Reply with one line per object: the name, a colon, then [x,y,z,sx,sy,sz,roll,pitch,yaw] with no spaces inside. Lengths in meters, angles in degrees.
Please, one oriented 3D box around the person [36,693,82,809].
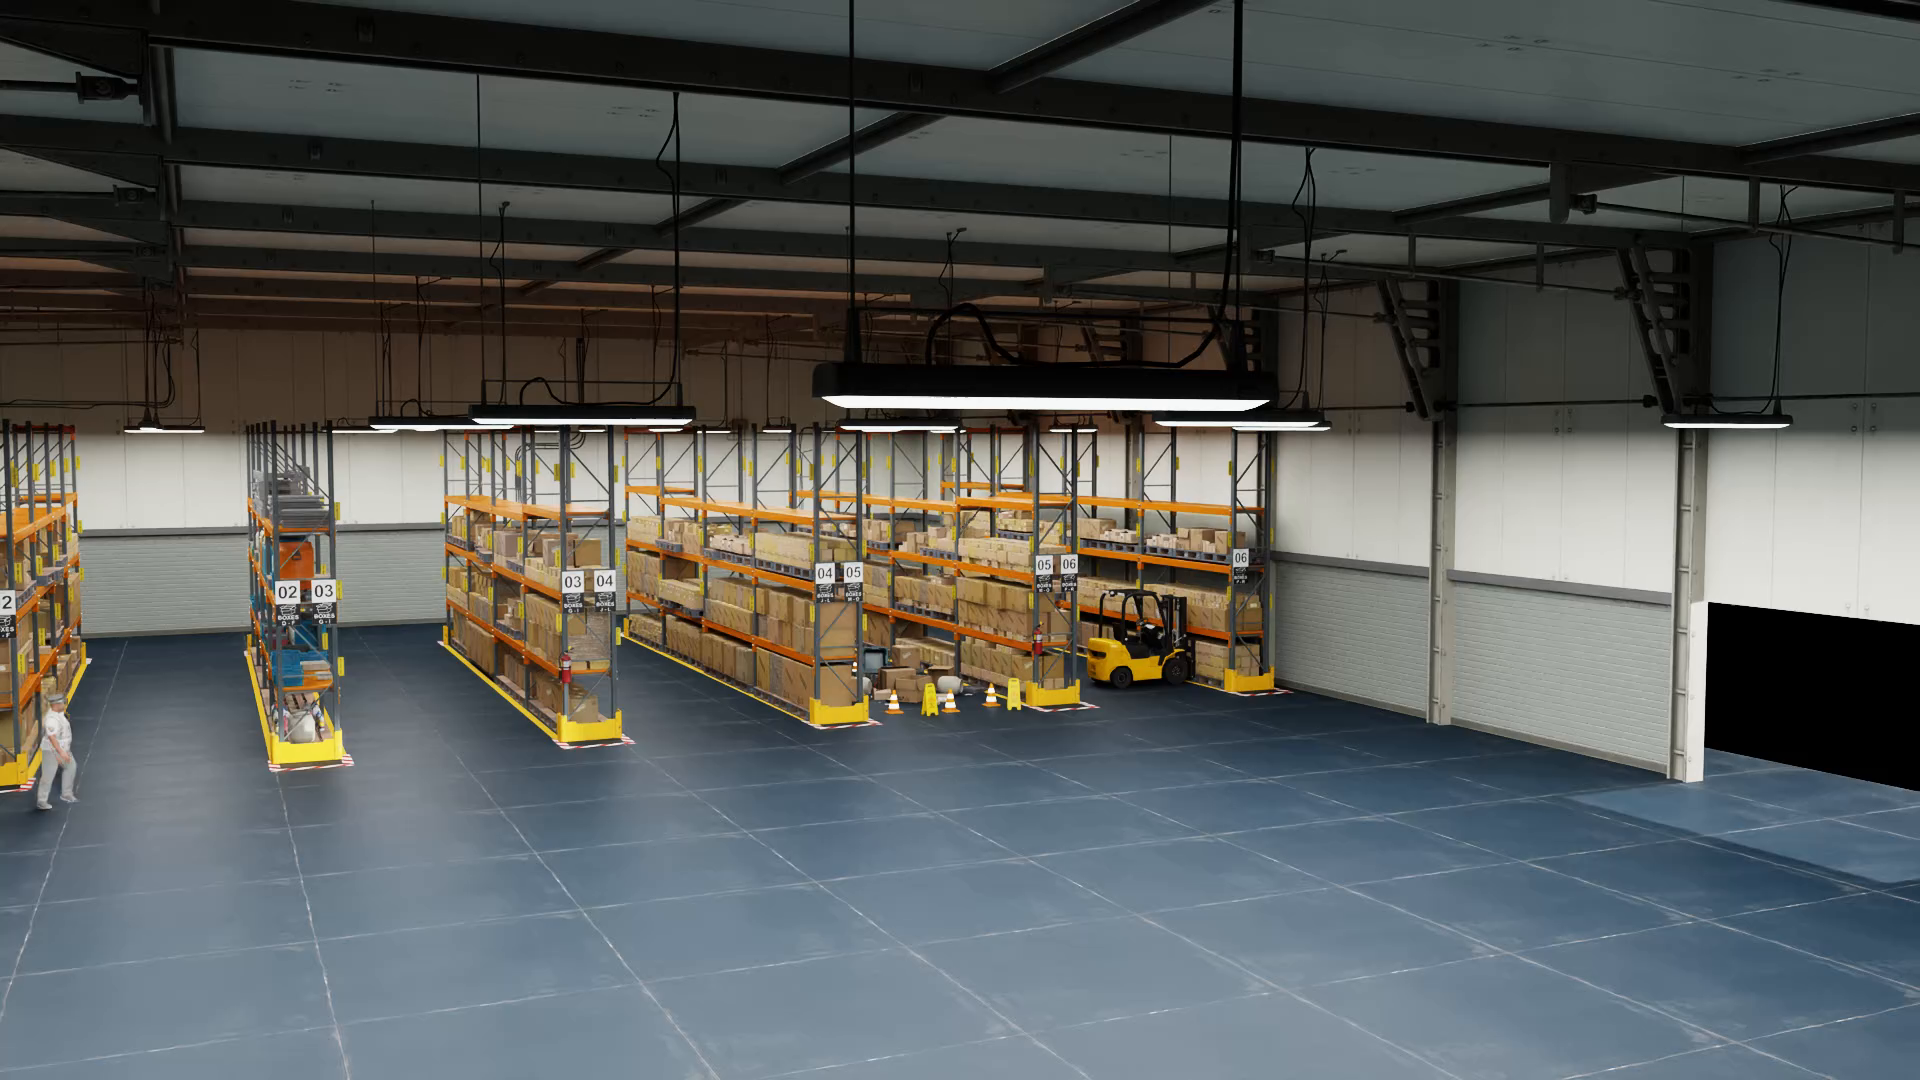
person: [-13.941,3.263,25.709,0.575,1.796,0.657,0,4,-5]
